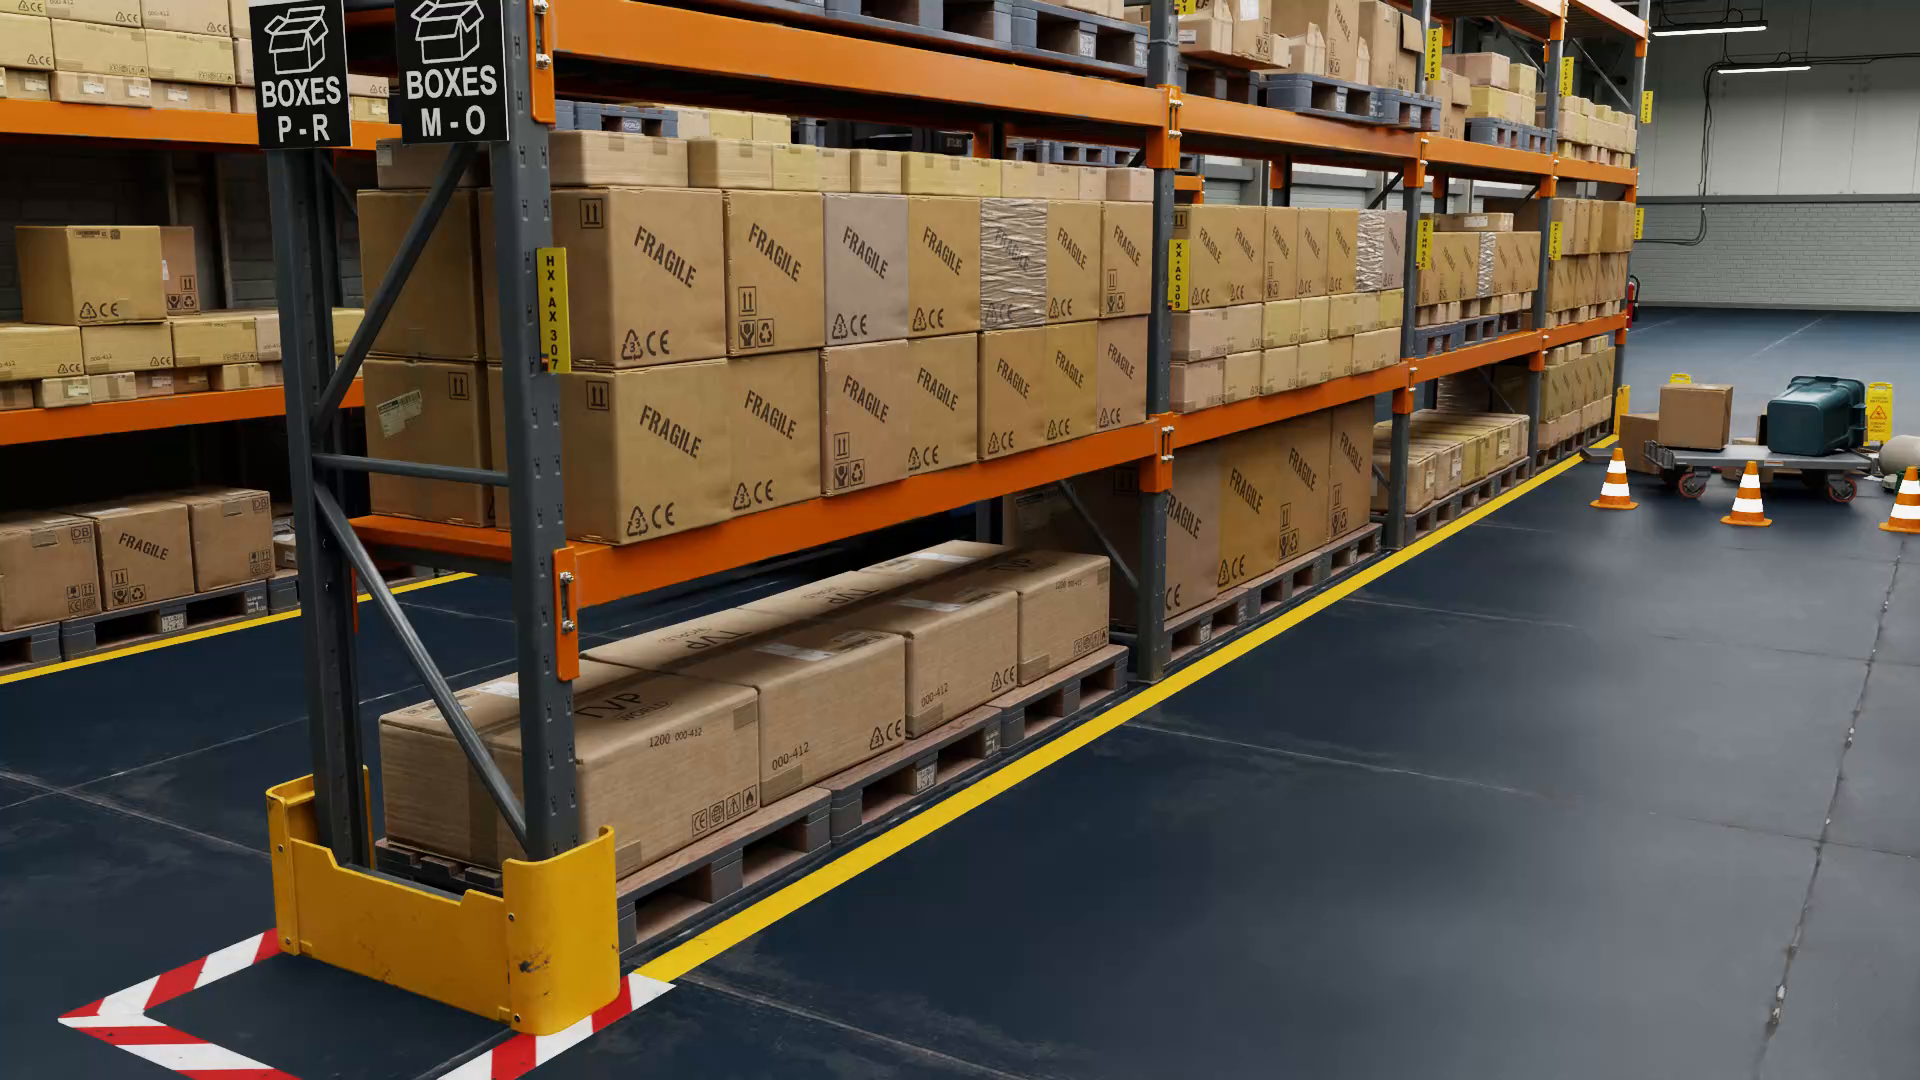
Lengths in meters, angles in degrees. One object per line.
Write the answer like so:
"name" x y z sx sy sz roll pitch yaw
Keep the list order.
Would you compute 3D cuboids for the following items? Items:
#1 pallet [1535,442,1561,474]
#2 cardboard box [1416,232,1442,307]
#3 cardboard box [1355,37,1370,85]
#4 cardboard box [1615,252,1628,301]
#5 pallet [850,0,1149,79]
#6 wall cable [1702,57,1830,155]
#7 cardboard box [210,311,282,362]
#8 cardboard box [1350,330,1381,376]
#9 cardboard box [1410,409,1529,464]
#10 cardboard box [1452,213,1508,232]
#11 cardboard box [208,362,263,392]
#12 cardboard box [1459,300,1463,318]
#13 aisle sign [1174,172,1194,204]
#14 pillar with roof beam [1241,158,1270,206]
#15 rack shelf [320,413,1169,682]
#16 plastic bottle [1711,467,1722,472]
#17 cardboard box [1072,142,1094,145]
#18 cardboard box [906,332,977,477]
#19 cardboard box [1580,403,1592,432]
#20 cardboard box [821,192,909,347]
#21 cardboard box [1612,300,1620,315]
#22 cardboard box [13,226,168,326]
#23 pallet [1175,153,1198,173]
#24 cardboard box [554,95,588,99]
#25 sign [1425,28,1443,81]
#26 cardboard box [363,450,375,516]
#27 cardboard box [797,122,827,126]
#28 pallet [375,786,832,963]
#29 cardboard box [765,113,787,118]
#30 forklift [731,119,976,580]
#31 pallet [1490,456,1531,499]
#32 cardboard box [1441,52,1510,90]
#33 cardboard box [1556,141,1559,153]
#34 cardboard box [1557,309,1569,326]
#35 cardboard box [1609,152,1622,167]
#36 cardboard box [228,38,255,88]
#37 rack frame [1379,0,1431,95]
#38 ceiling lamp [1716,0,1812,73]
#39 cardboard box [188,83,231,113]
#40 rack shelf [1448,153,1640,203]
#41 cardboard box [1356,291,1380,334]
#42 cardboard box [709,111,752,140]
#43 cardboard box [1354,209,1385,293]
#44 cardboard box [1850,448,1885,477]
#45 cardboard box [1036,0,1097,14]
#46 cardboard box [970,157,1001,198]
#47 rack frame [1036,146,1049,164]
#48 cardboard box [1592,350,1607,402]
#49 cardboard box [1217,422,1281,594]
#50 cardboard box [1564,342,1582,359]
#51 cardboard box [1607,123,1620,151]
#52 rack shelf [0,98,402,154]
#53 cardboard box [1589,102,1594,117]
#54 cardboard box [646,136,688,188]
"pallet" 5.012 -0.817 15.657 1.003 0.211 1.213 6 12 31
"cardboard box" 3.048 -1.900 11.642 0.500 0.500 0.500 6 12 29
"cardboard box" 2.201 -2.814 9.820 0.396 0.266 0.258 6 12 29
"cardboard box" 6.724 -2.791 17.545 0.500 0.500 0.500 6 12 30
"pallet" 0.106 -2.123 7.147 1.003 0.211 1.213 6 12 31
"wall cable" 21.941 -11.859 45.474 3.097 2.526 0.112 6 12 31
"cardboard box" -4.008 -1.183 9.633 0.500 0.250 0.500 6 12 31
"cardboard box" 2.324 -1.189 10.477 0.500 0.250 0.500 7 12 32
"cardboard box" 4.423 -0.910 14.579 0.950 0.372 0.625 7 12 31
"cardboard box" 4.178 -2.550 13.352 0.380 0.149 0.250 6 12 28
"cardboard box" -4.153 -0.928 9.358 0.380 0.149 0.250 6 12 30
"cardboard box" 3.633 -1.780 12.767 0.380 0.149 0.250 7 13 33
"aisle sign" 2.811 -4.441 20.374 0.394 0.787 0.004 6 12 31
"pillar with roof beam" 8.188 -6.639 22.874 9.100 9.000 0.400 6 12 31
"rack shelf" -0.498 -0.152 6.483 1.077 0.370 4.000 6 12 31
"plastic bottle" 6.966 -0.658 15.215 0.133 0.061 0.283 9 14 40
"cardboard box" 1.089 -4.345 17.607 0.500 0.311 0.500 7 13 32
"cardboard box" -0.278 -0.529 6.271 0.500 0.500 0.500 7 13 33
"cardboard box" 6.038 -1.246 16.703 0.500 0.250 0.500 6 12 29
"cardboard box" -0.521 -0.943 5.768 0.500 0.500 0.500 6 12 30
"cardboard box" 6.722 -2.454 17.508 0.380 0.149 0.250 6 12 30
"cardboard box" -4.537 -1.387 8.688 0.500 0.500 0.500 7 13 32
"pallet" 2.137 -4.503 19.859 1.003 0.211 1.213 6 12 31
"cardboard box" -2.681 -3.070 11.234 0.380 0.149 0.250 6 12 30
"sign" 3.087 -3.162 10.837 0.100 0.325 0.005 6 12 31
"cardboard box" -3.702 -0.377 11.382 0.500 0.500 0.500 6 12 30
"cardboard box" -1.043 -3.792 14.139 0.500 0.500 0.500 7 12 31
"pallet" -1.189 1.047 5.705 1.003 0.211 1.213 6 12 31
"cardboard box" -1.606 -3.441 13.268 0.380 0.149 0.250 7 13 32
"forklift" -0.732 -1.269 10.684 1.130 2.935 3.031 7 13 32
"pallet" 4.290 -0.585 14.420 1.003 0.211 1.213 6 12 31
"cardboard box" 3.990 -3.665 13.051 0.500 0.250 0.500 7 12 32
"cardboard box" 5.069 -3.455 14.703 0.380 0.149 0.250 6 12 30
"cardboard box" 5.488 -2.099 15.609 0.380 0.149 0.250 7 13 32
"cardboard box" 6.556 -3.895 17.051 0.380 0.149 0.250 7 13 32
"cardboard box" -4.002 -2.658 9.362 0.500 0.250 0.500 6 12 29
"rack frame" 2.617 -4.398 10.905 1.000 3.000 0.127 6 12 31
"ceiling lamp" 19.022 -12.632 39.026 2.000 3.185 0.800 6 12 31
"cardboard box" -4.210 -2.403 9.083 0.380 0.149 0.250 7 13 33
"rack shelf" 5.732 -3.513 16.288 1.077 0.370 4.000 6 12 31
"cardboard box" 2.319 -1.440 10.456 0.500 0.250 0.500 6 12 29
"cardboard box" -1.947 -3.140 12.747 0.500 0.250 0.500 6 12 31
"cardboard box" 2.312 -1.802 10.353 0.500 0.500 0.500 7 12 32
"cardboard box" 8.295 -0.724 15.012 0.396 0.266 0.258 9 14 40
"cardboard box" 0.345 -2.254 6.875 0.380 0.149 0.250 7 13 32
"cardboard box" -0.066 -1.406 6.473 0.380 0.149 0.250 6 12 29
"rack frame" 0.449 -2.552 17.348 1.000 3.000 0.127 6 12 31
"cardboard box" 6.309 -1.697 17.077 0.500 0.500 0.500 7 13 33
"cardboard box" 1.256 -0.230 9.579 0.875 0.875 0.875 7 13 32
"cardboard box" 5.749 -1.825 15.996 0.380 0.149 0.250 7 13 34
"cardboard box" 6.207 -3.987 16.461 0.500 0.250 0.500 7 13 32
"rack shelf" -4.743 -2.100 8.737 1.077 0.370 4.000 6 12 31
"cardboard box" 5.765 -4.049 15.712 0.380 0.149 0.250 6 12 30
"cardboard box" -1.041 -1.128 4.989 0.380 0.149 0.250 7 13 32
